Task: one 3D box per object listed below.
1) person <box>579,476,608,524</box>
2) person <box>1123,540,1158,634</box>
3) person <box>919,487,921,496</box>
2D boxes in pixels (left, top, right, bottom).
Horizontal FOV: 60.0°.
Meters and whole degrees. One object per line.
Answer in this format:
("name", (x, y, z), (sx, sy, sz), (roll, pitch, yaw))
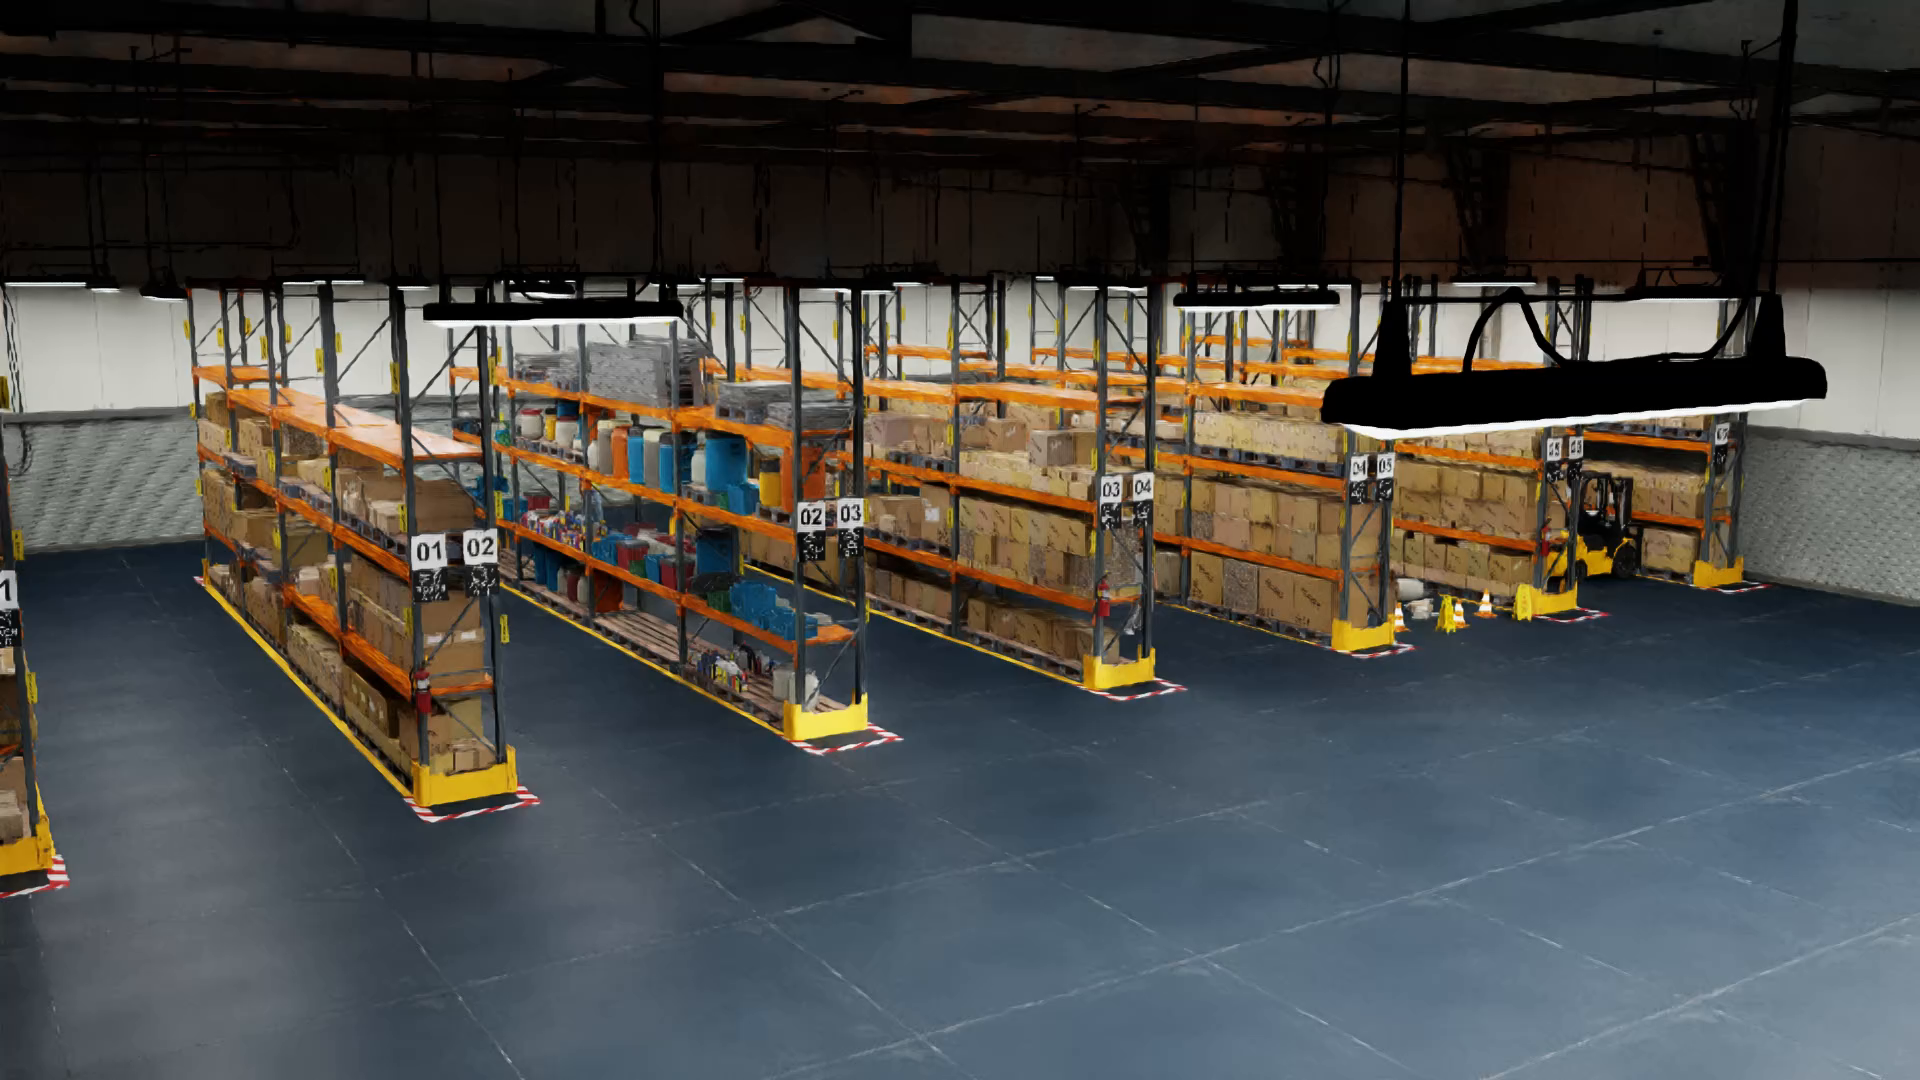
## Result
("person", (-8.938, -1.246, 40.271), (0.573, 1.691, 1.121), (-5, 11, -29))
("person", (2.963, 0.733, 27.188), (0.580, 1.593, 0.506), (-6, 11, -33))
("person", (-0.889, -1.570, 42.031), (0.477, 1.797, 0.566), (-3, 10, -18))
